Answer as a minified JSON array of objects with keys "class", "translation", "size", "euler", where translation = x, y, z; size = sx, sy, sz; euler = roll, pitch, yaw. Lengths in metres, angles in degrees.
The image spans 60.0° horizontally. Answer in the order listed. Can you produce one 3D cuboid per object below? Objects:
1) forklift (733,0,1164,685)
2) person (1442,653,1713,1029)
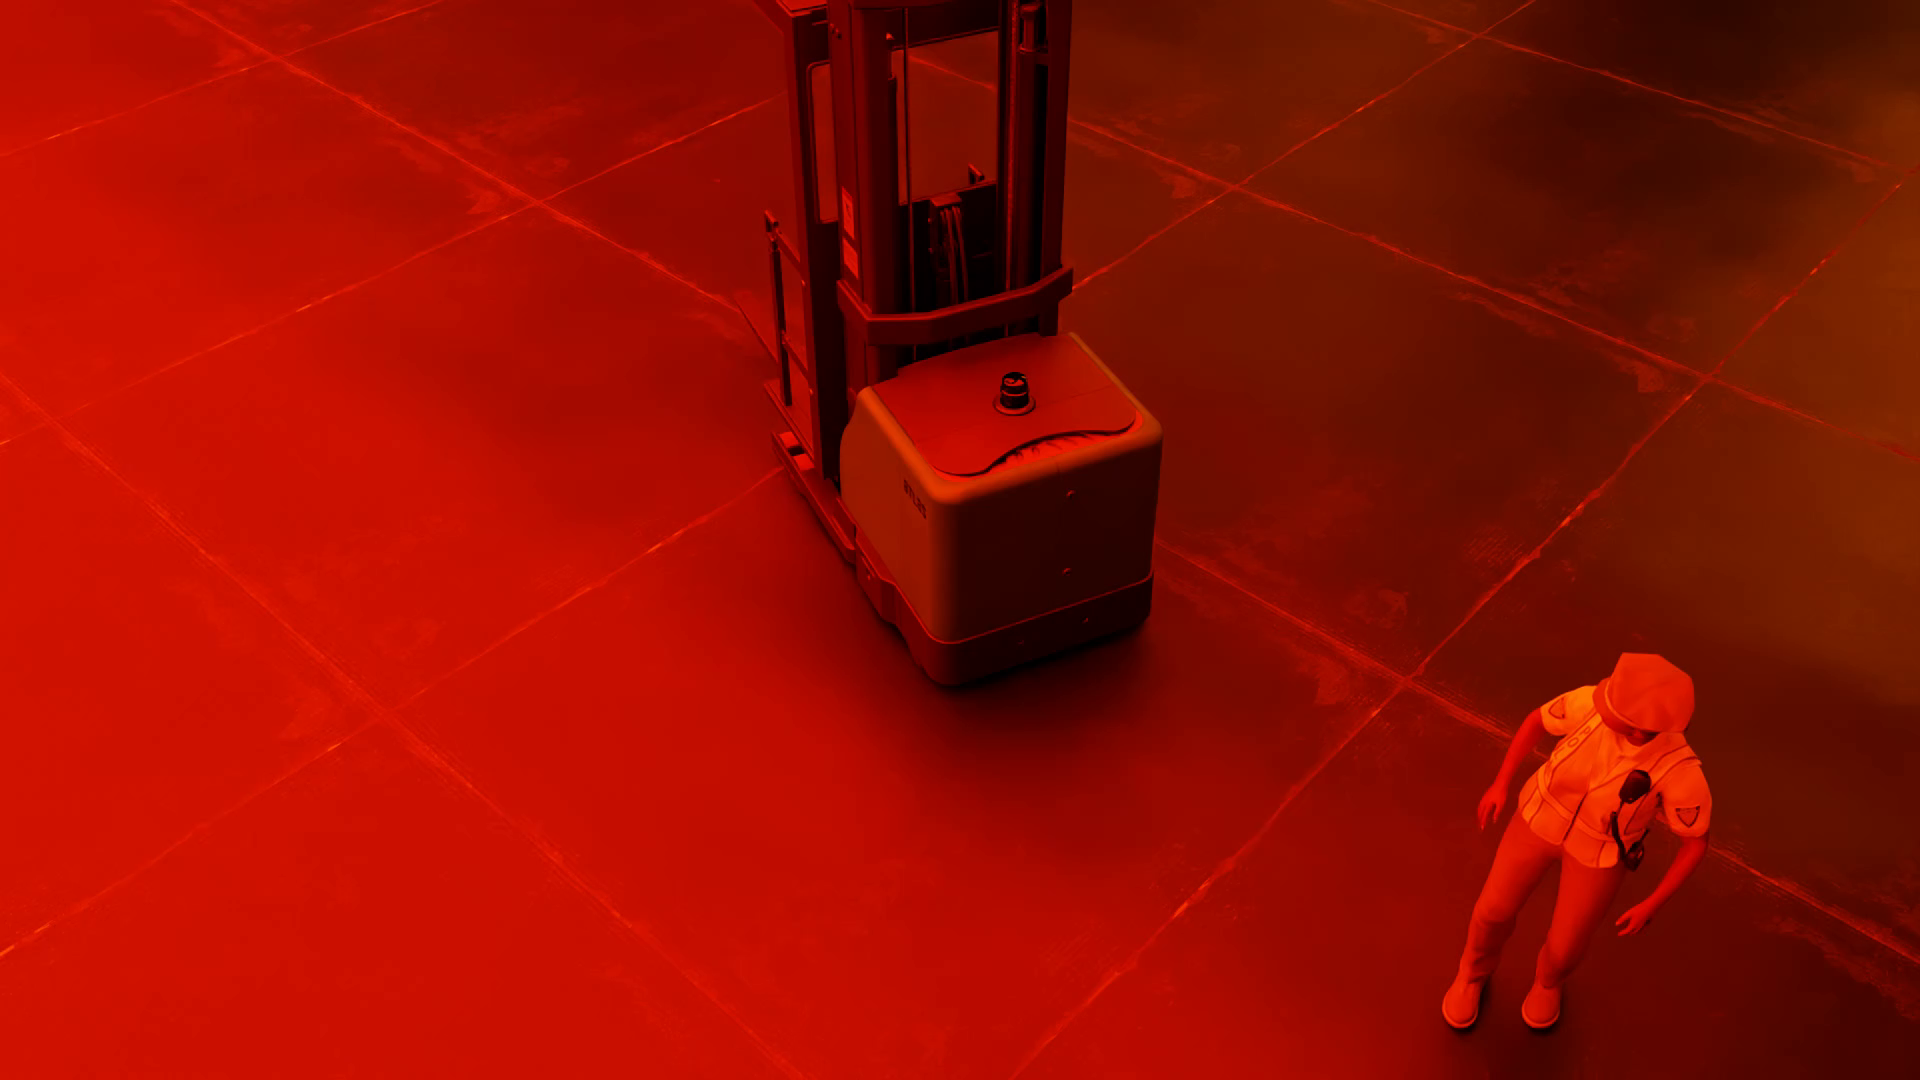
[{"class":"forklift","translation":[-0.261,-1.472,7.144],"size":[1.130,2.935,3.031],"euler":[-17,43,-19]},{"class":"person","translation":[1.952,0.999,5.257],"size":[0.648,1.649,0.479],"euler":[29,48,29]}]
